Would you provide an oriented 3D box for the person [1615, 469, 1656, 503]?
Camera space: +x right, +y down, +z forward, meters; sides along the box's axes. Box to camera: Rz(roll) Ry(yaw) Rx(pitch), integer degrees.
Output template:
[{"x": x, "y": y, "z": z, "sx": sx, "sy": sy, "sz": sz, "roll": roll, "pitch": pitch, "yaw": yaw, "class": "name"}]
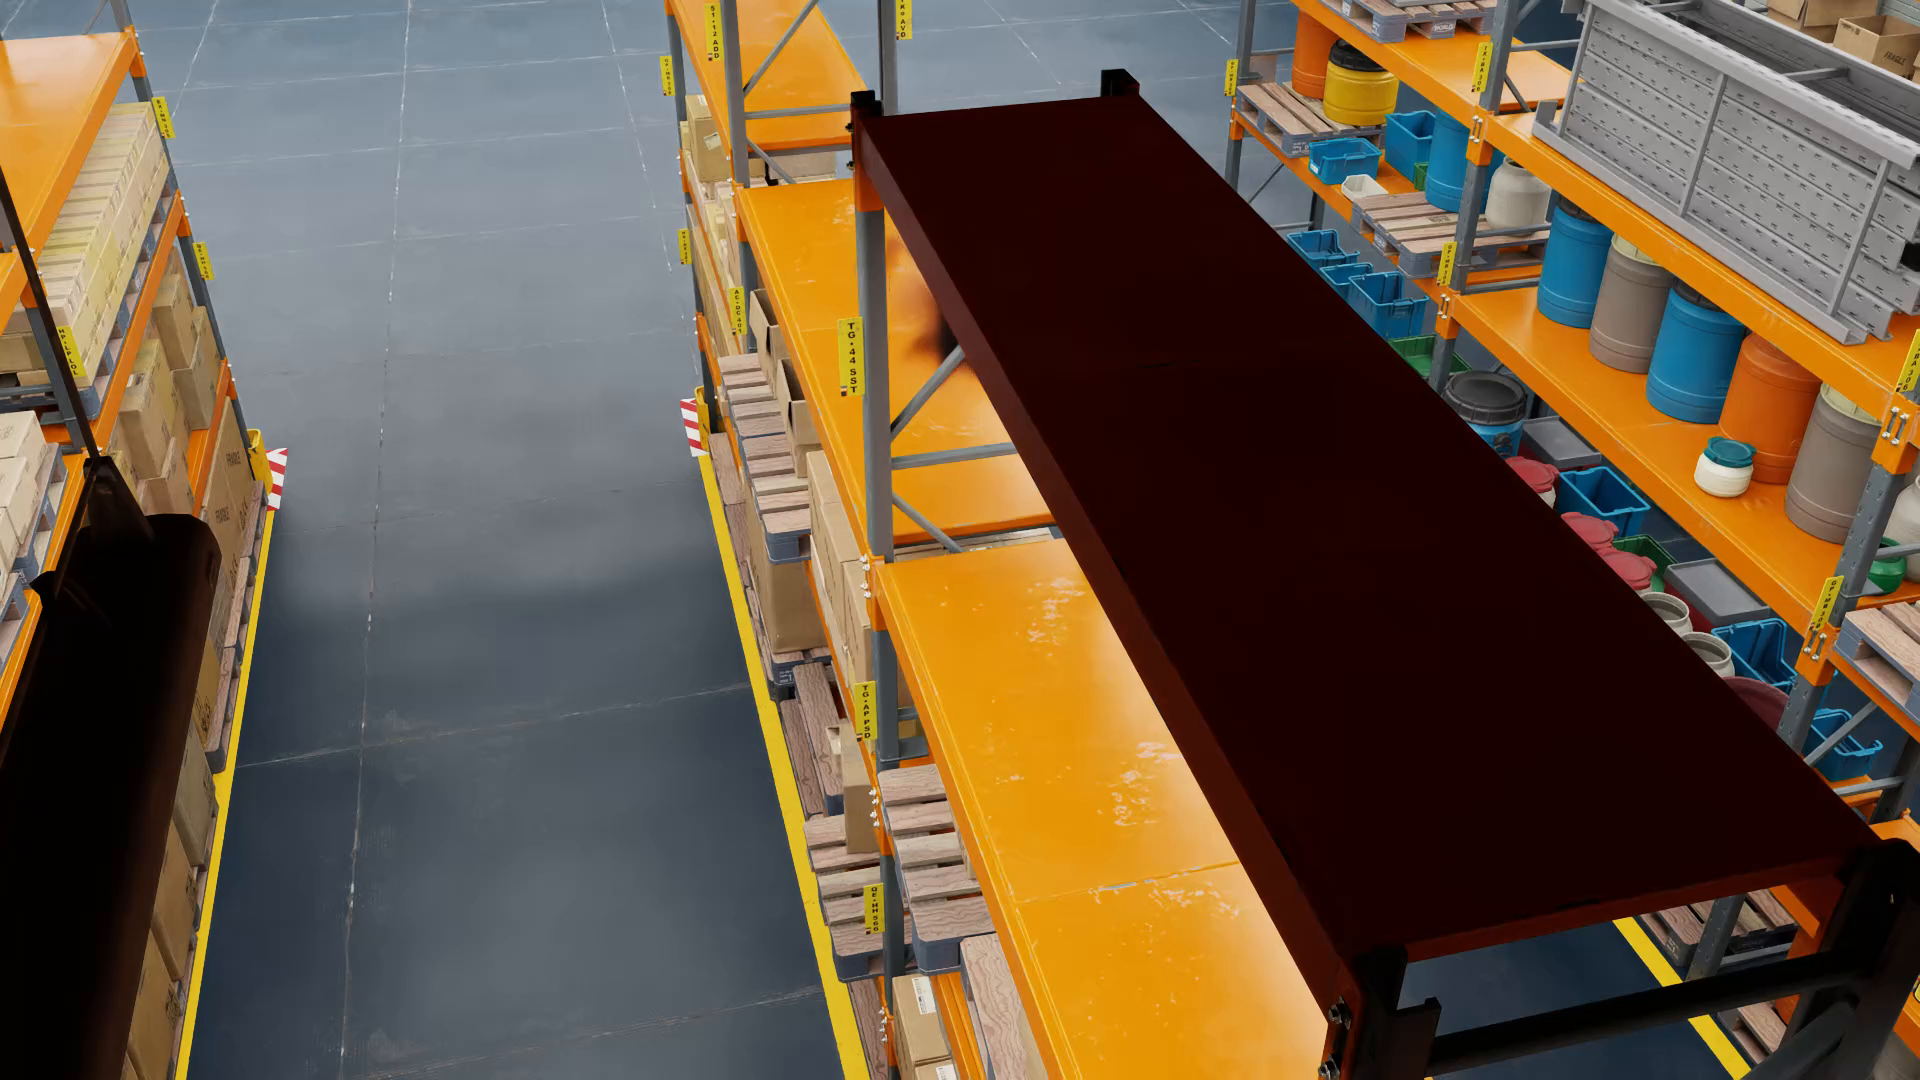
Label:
[{"x": 5.947, "y": -1.097, "z": 14.245, "sx": 0.543, "sy": 1.726, "sz": 0.827, "roll": -28, "pitch": 43, "yaw": -35, "class": "person"}]
